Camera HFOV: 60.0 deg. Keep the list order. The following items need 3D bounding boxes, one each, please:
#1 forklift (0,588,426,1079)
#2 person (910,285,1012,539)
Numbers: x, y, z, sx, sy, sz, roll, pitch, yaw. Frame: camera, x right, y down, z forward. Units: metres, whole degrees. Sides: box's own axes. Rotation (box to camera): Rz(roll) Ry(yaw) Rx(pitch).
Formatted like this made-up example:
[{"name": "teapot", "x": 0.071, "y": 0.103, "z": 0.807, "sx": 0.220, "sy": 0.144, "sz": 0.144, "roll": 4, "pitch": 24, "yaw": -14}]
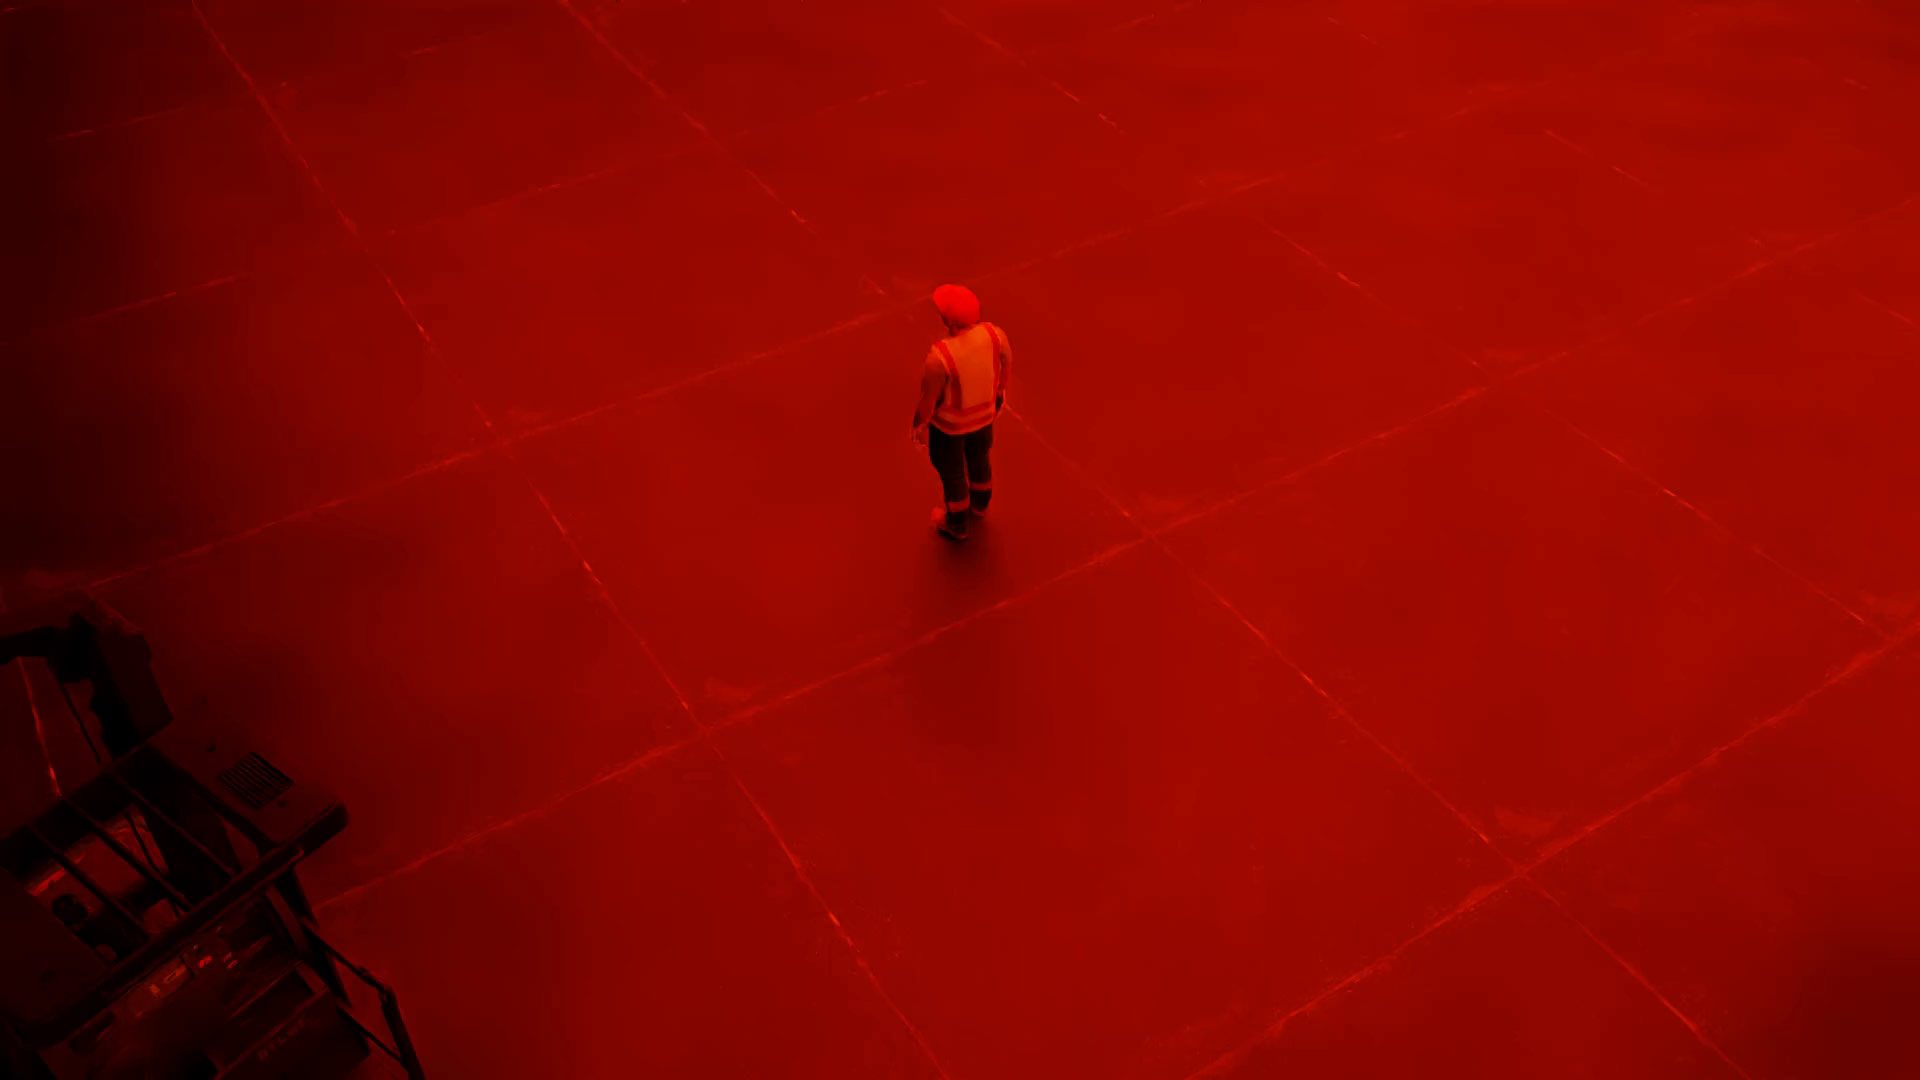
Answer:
[{"name": "forklift", "x": -2.668, "y": 1.703, "z": 5.922, "sx": 3.031, "sy": 2.935, "sz": 1.130, "roll": 27, "pitch": 48, "yaw": 27}, {"name": "person", "x": -0.034, "y": -0.757, "z": 9.534, "sx": 0.637, "sy": 1.787, "sz": 0.563, "roll": -23, "pitch": 46, "yaw": -24}]
